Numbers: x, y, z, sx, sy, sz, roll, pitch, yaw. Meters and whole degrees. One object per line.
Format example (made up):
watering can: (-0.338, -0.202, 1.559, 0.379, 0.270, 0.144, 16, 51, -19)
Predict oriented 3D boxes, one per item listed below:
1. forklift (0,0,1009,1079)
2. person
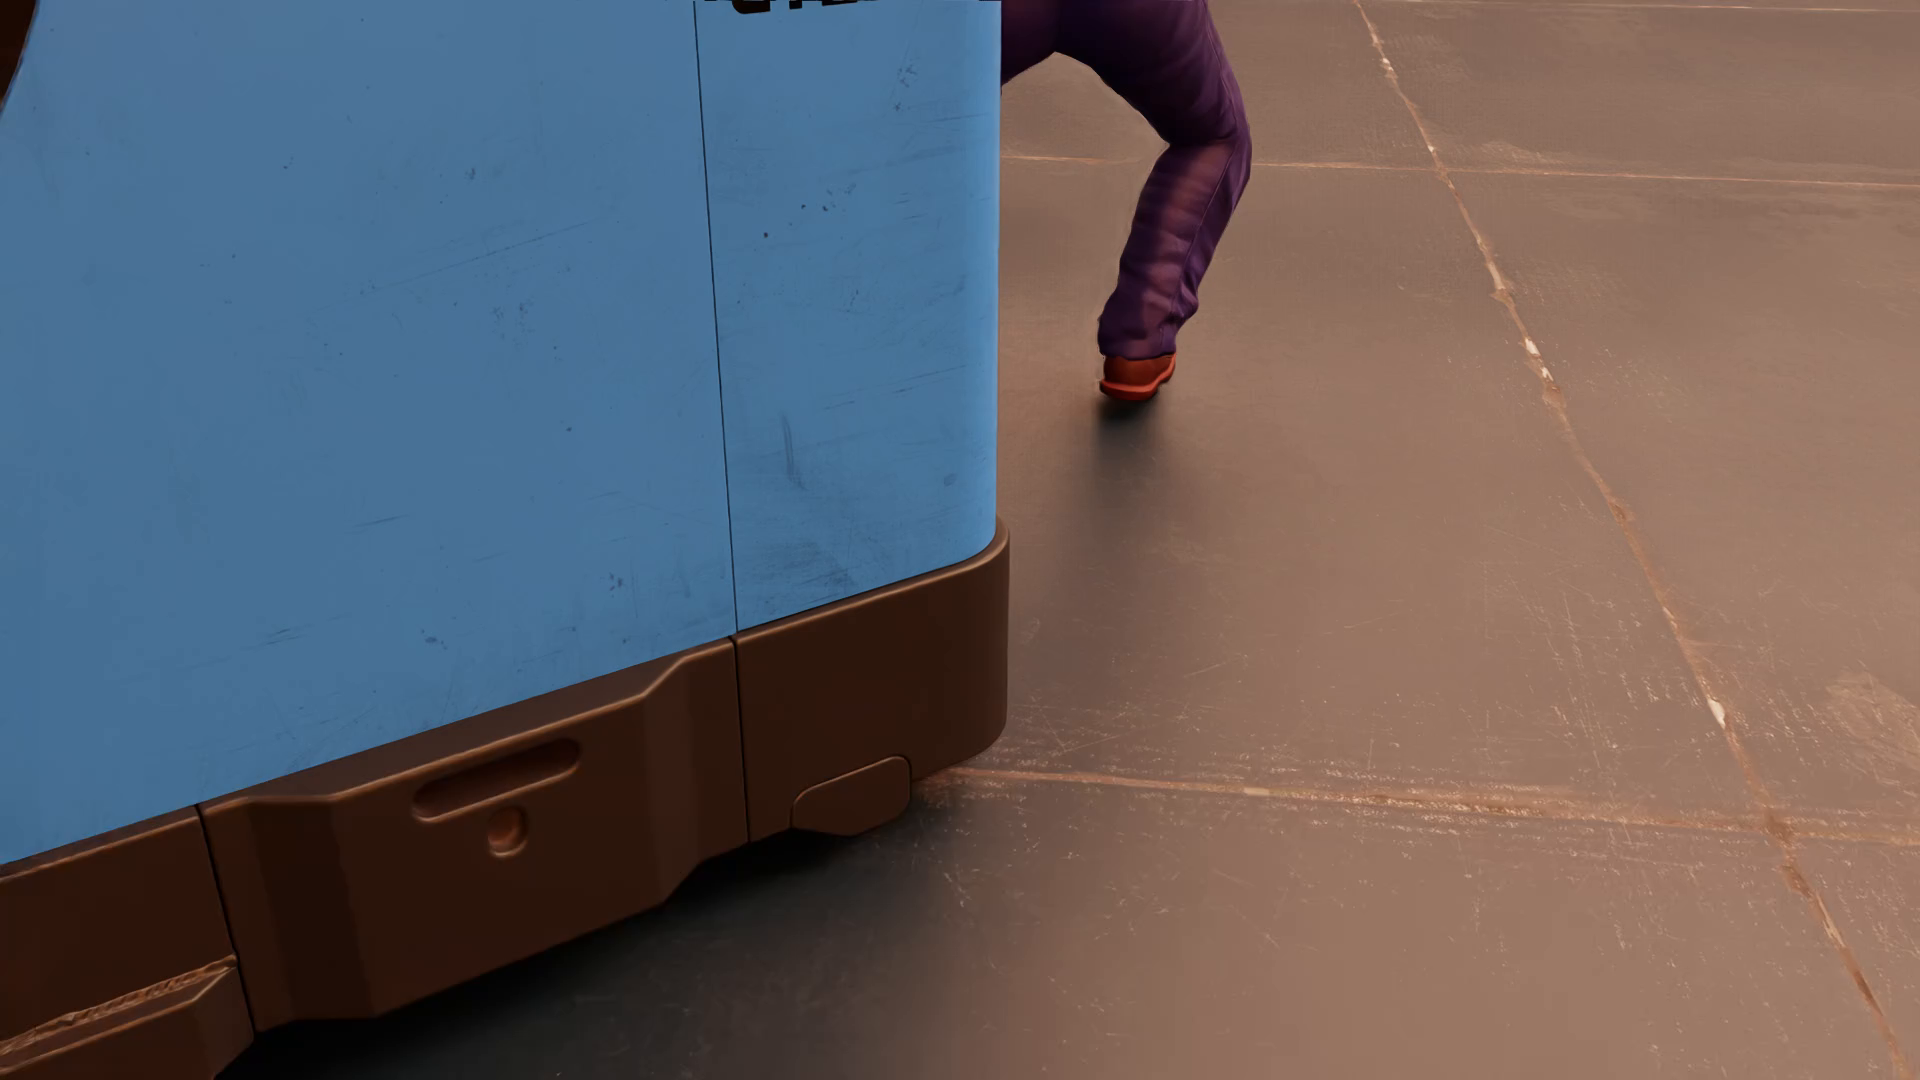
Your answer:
forklift: (-1.450, -0.840, 0.900, 3.031, 2.935, 1.130, -17, 31, -30)
person: (0.242, -0.891, 2.662, 0.976, 1.405, 0.723, -1, 27, -3)
